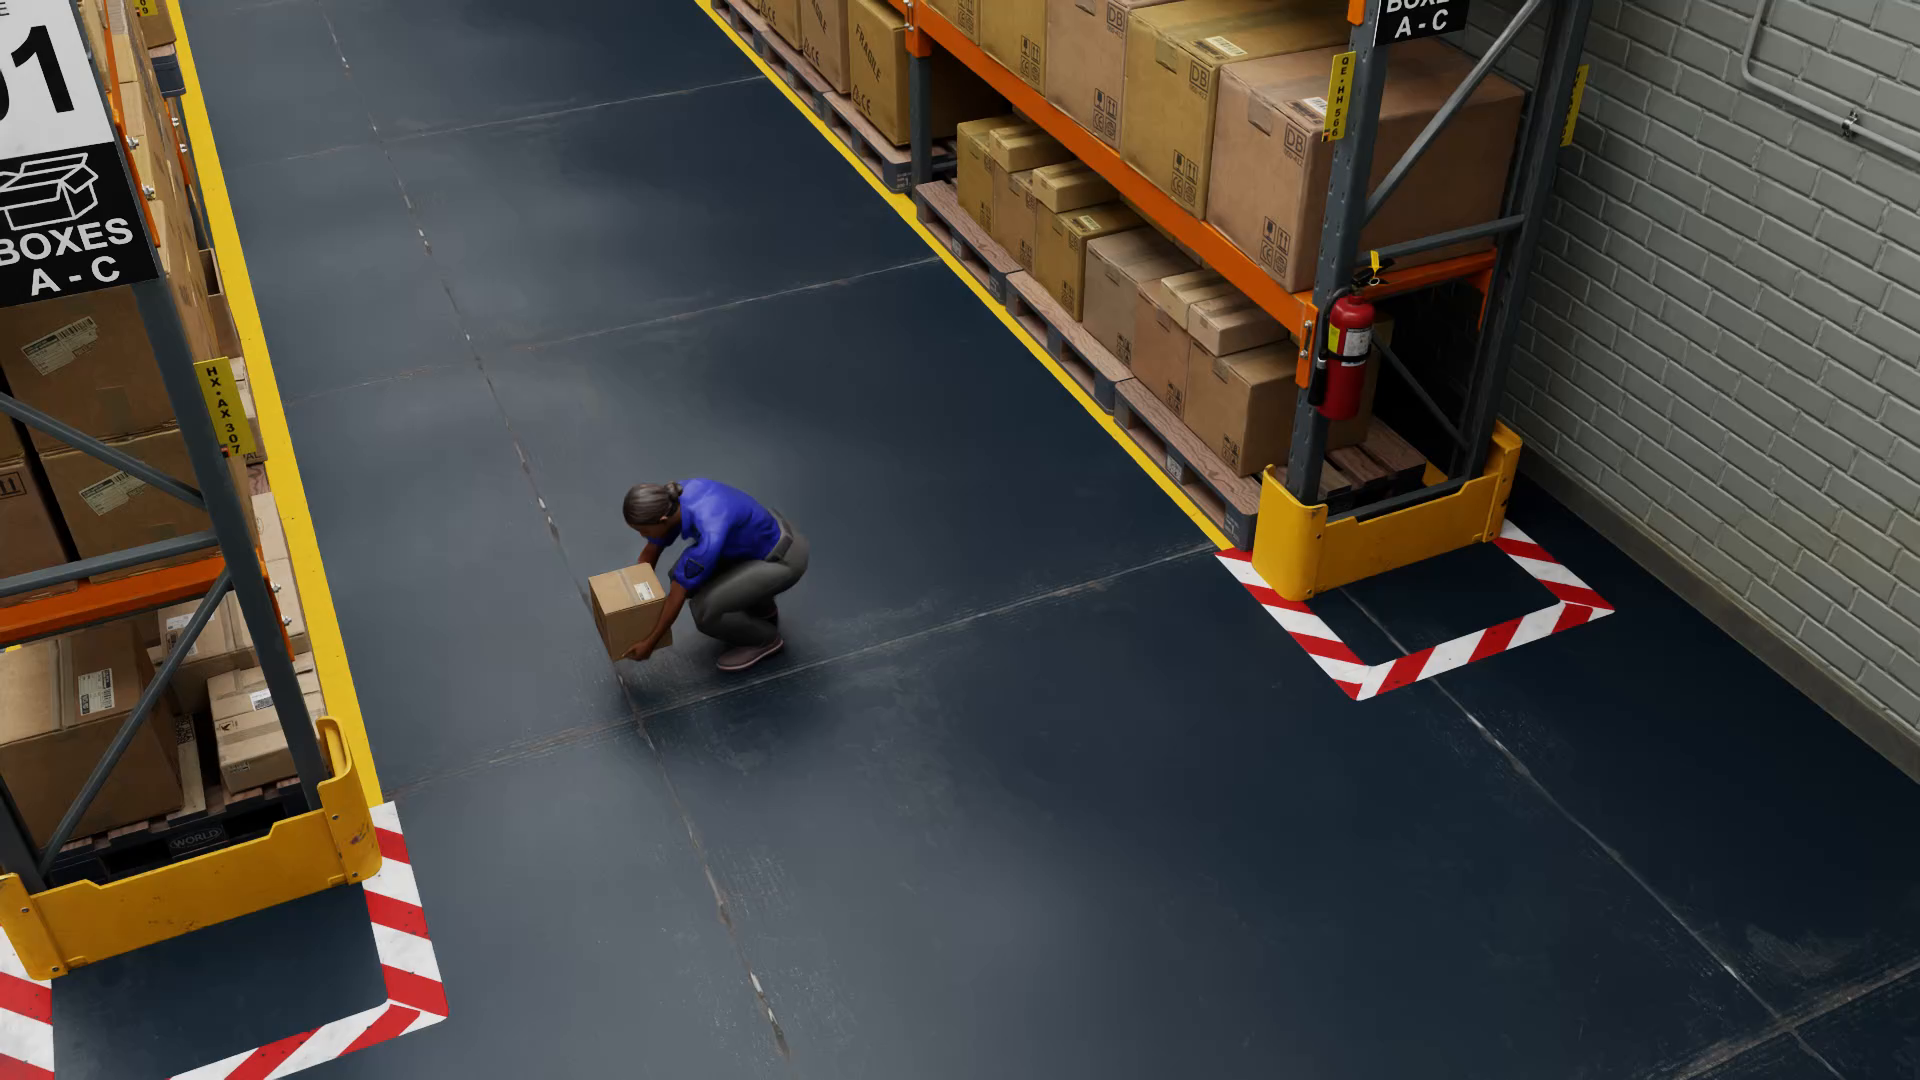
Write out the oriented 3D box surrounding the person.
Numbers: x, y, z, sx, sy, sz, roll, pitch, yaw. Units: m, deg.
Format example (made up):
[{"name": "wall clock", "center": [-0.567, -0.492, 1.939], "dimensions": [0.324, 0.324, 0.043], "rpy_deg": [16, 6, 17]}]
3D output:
[{"name": "person", "center": [-1.005, 0.090, 6.637], "dimensions": [0.845, 0.945, 0.462], "rpy_deg": [-17, 41, -21]}]
